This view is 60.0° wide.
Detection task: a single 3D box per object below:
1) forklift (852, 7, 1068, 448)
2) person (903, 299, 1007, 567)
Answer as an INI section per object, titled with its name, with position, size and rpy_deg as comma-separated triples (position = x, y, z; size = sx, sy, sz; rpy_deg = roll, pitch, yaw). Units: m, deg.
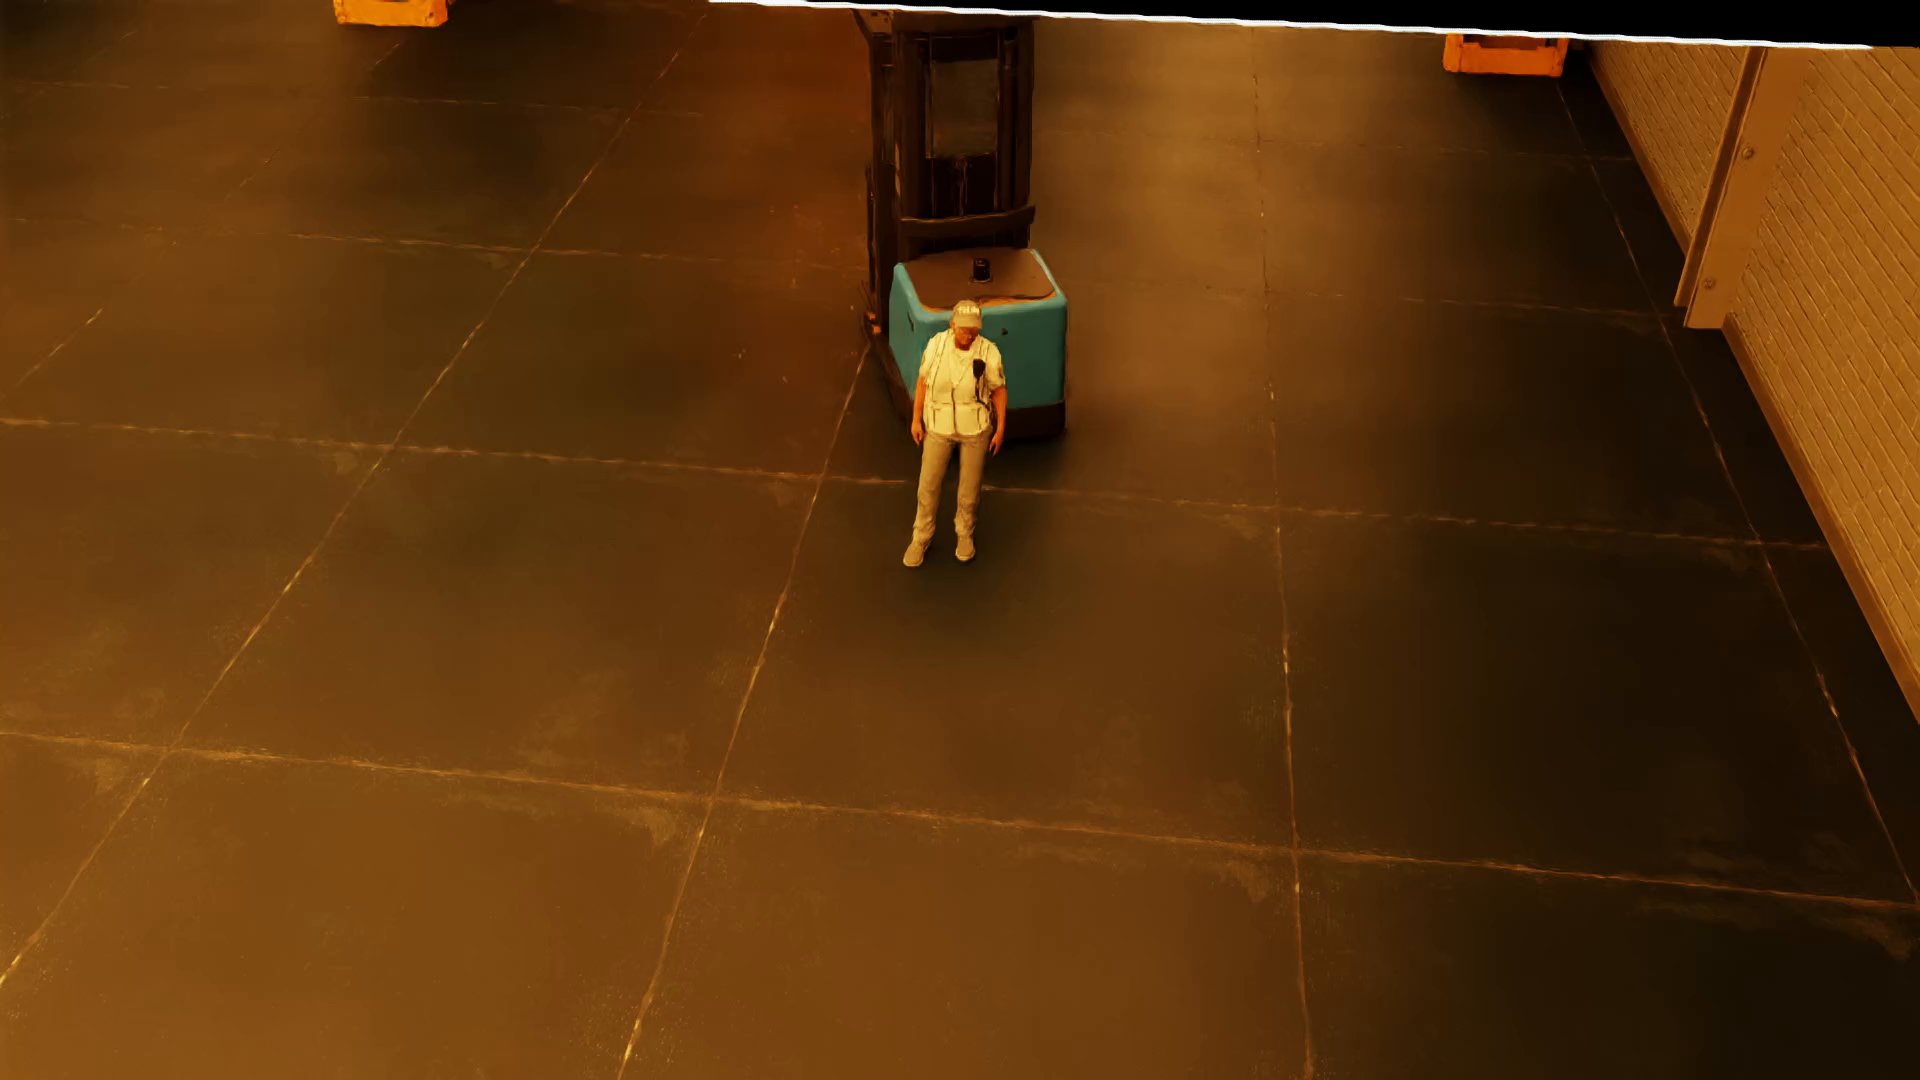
[forklift]
position = -0.109, -2.668, 11.649
size = 1.130, 2.935, 3.031
rpy_deg = -8, 37, -10
[person]
position = -0.032, -0.633, 9.942
size = 0.598, 1.669, 0.529
rpy_deg = 4, 37, 6
